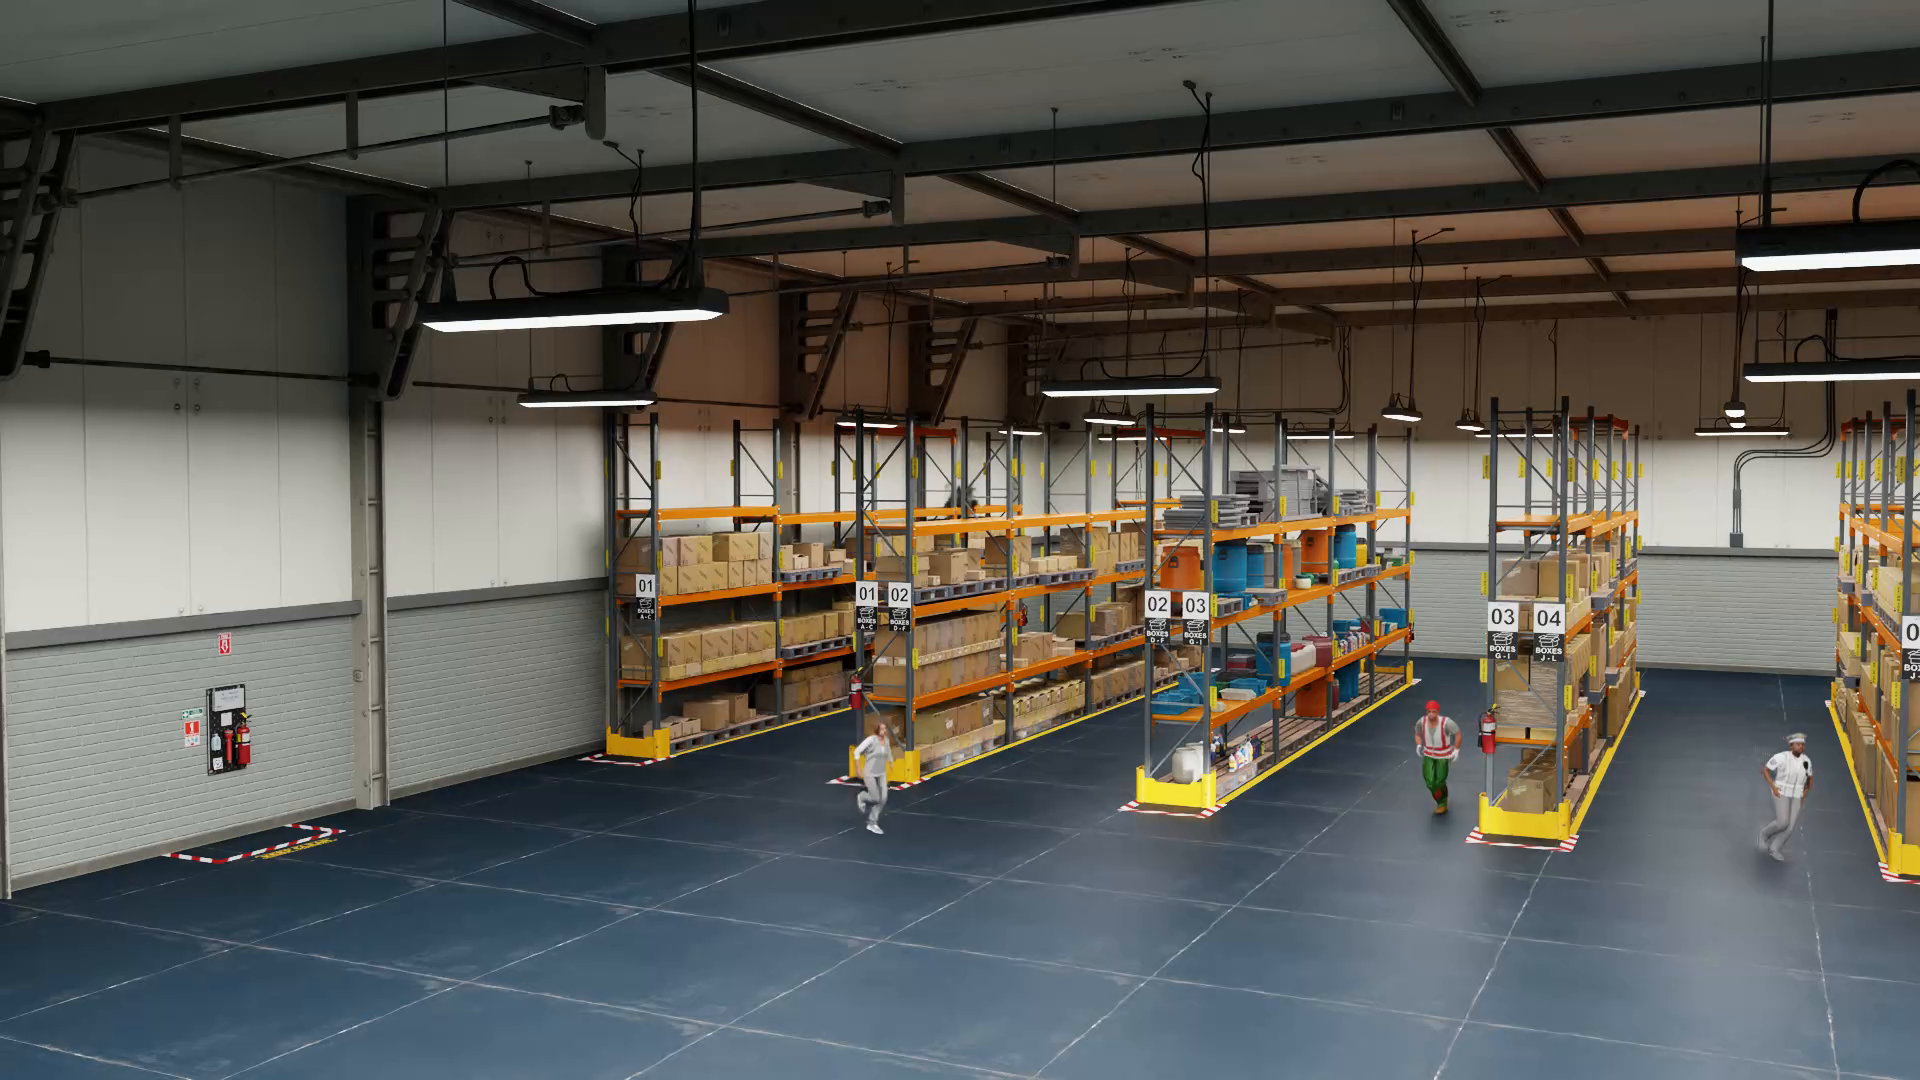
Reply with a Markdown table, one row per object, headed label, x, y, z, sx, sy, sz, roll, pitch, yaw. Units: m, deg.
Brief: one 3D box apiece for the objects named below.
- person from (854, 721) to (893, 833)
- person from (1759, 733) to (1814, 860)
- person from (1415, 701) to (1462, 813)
| label | x | y | z | sx | sy | sz | roll | pitch | yaw |
| --- | --- | --- | --- | --- | --- | --- | --- | --- | --- |
| person | -1.197 | 3.275 | 23.092 | 0.570 | 1.555 | 0.651 | -2 | 3 | -37 |
| person | 10.679 | 3.291 | 21.407 | 0.585 | 1.650 | 0.540 | 0 | 2 | -1 |
| person | 6.932 | 3.151 | 24.165 | 0.658 | 1.673 | 0.676 | 2 | 3 | 33 |
